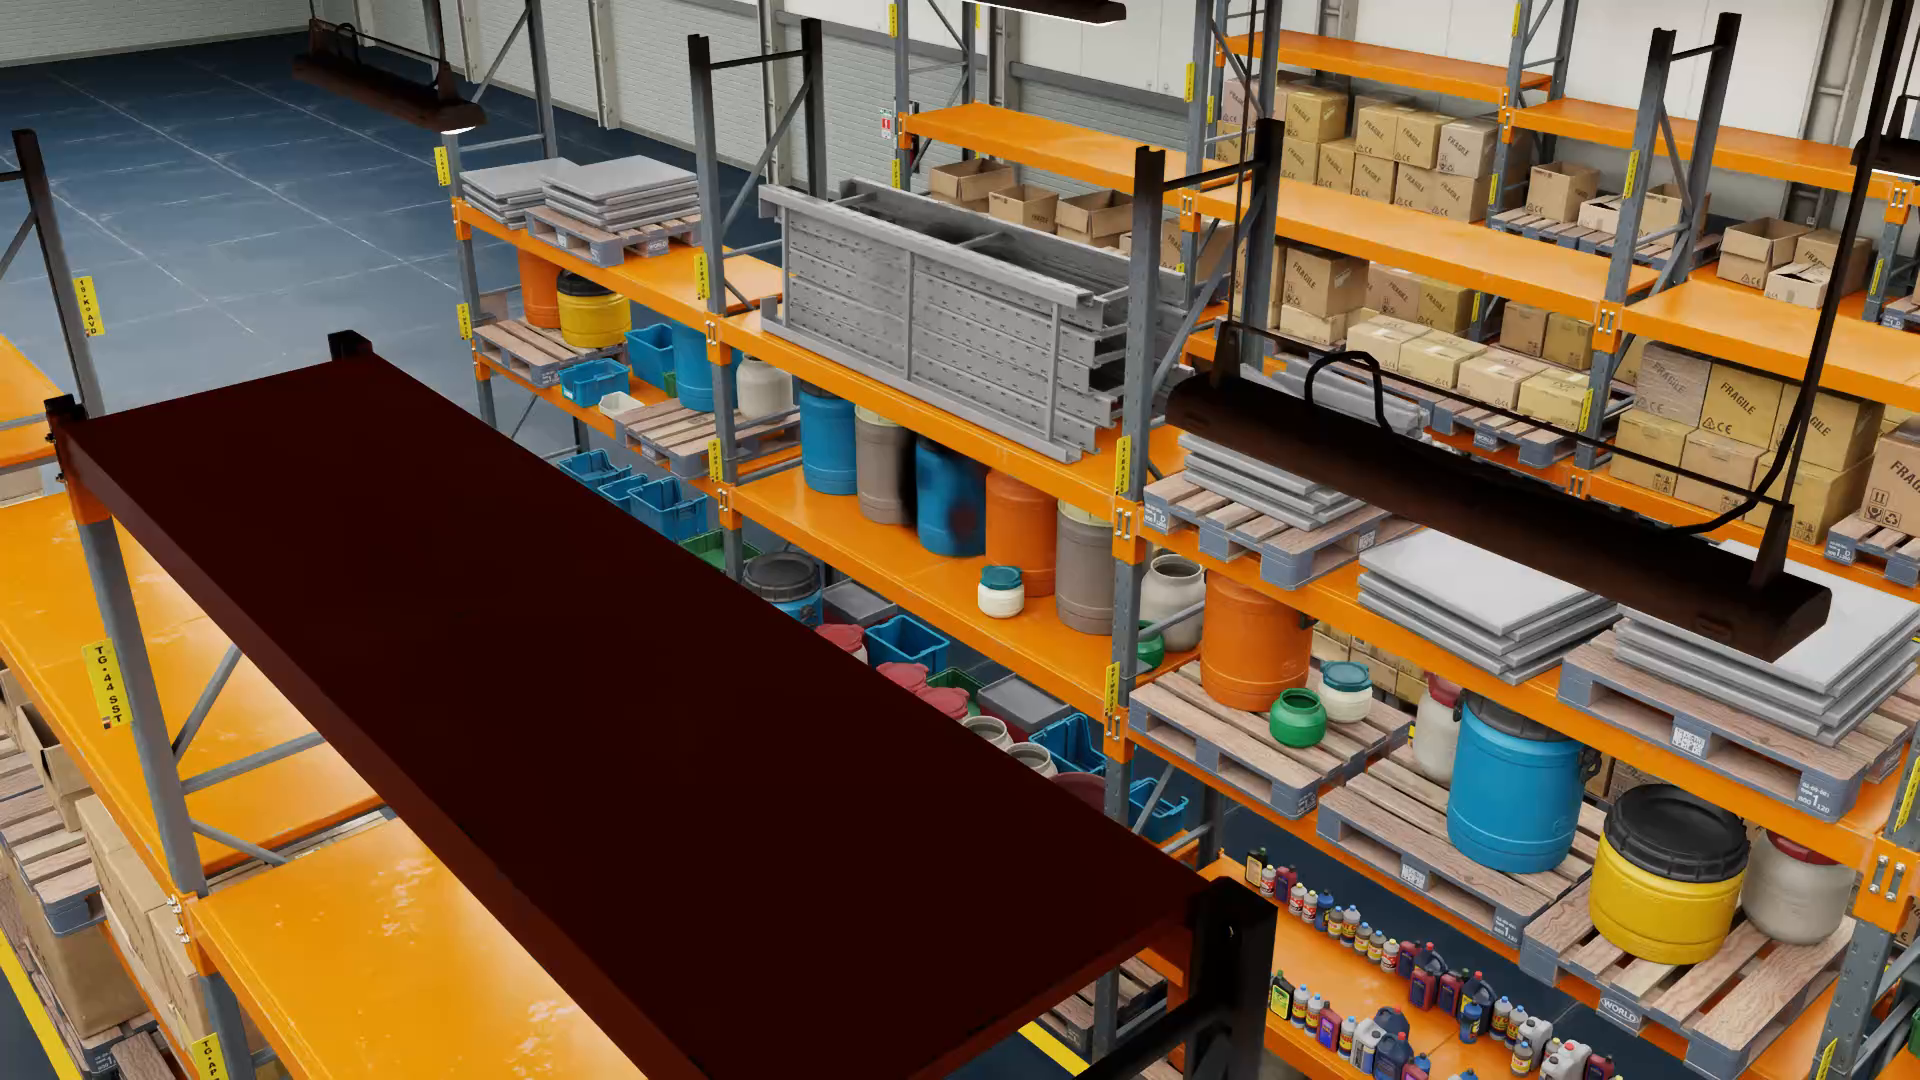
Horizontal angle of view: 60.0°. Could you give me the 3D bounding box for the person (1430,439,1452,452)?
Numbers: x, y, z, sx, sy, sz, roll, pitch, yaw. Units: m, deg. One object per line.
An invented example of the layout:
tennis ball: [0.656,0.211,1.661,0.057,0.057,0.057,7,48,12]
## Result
person: [4.966,-0.867,17.433,0.799,1.733,0.547,23,35,38]
